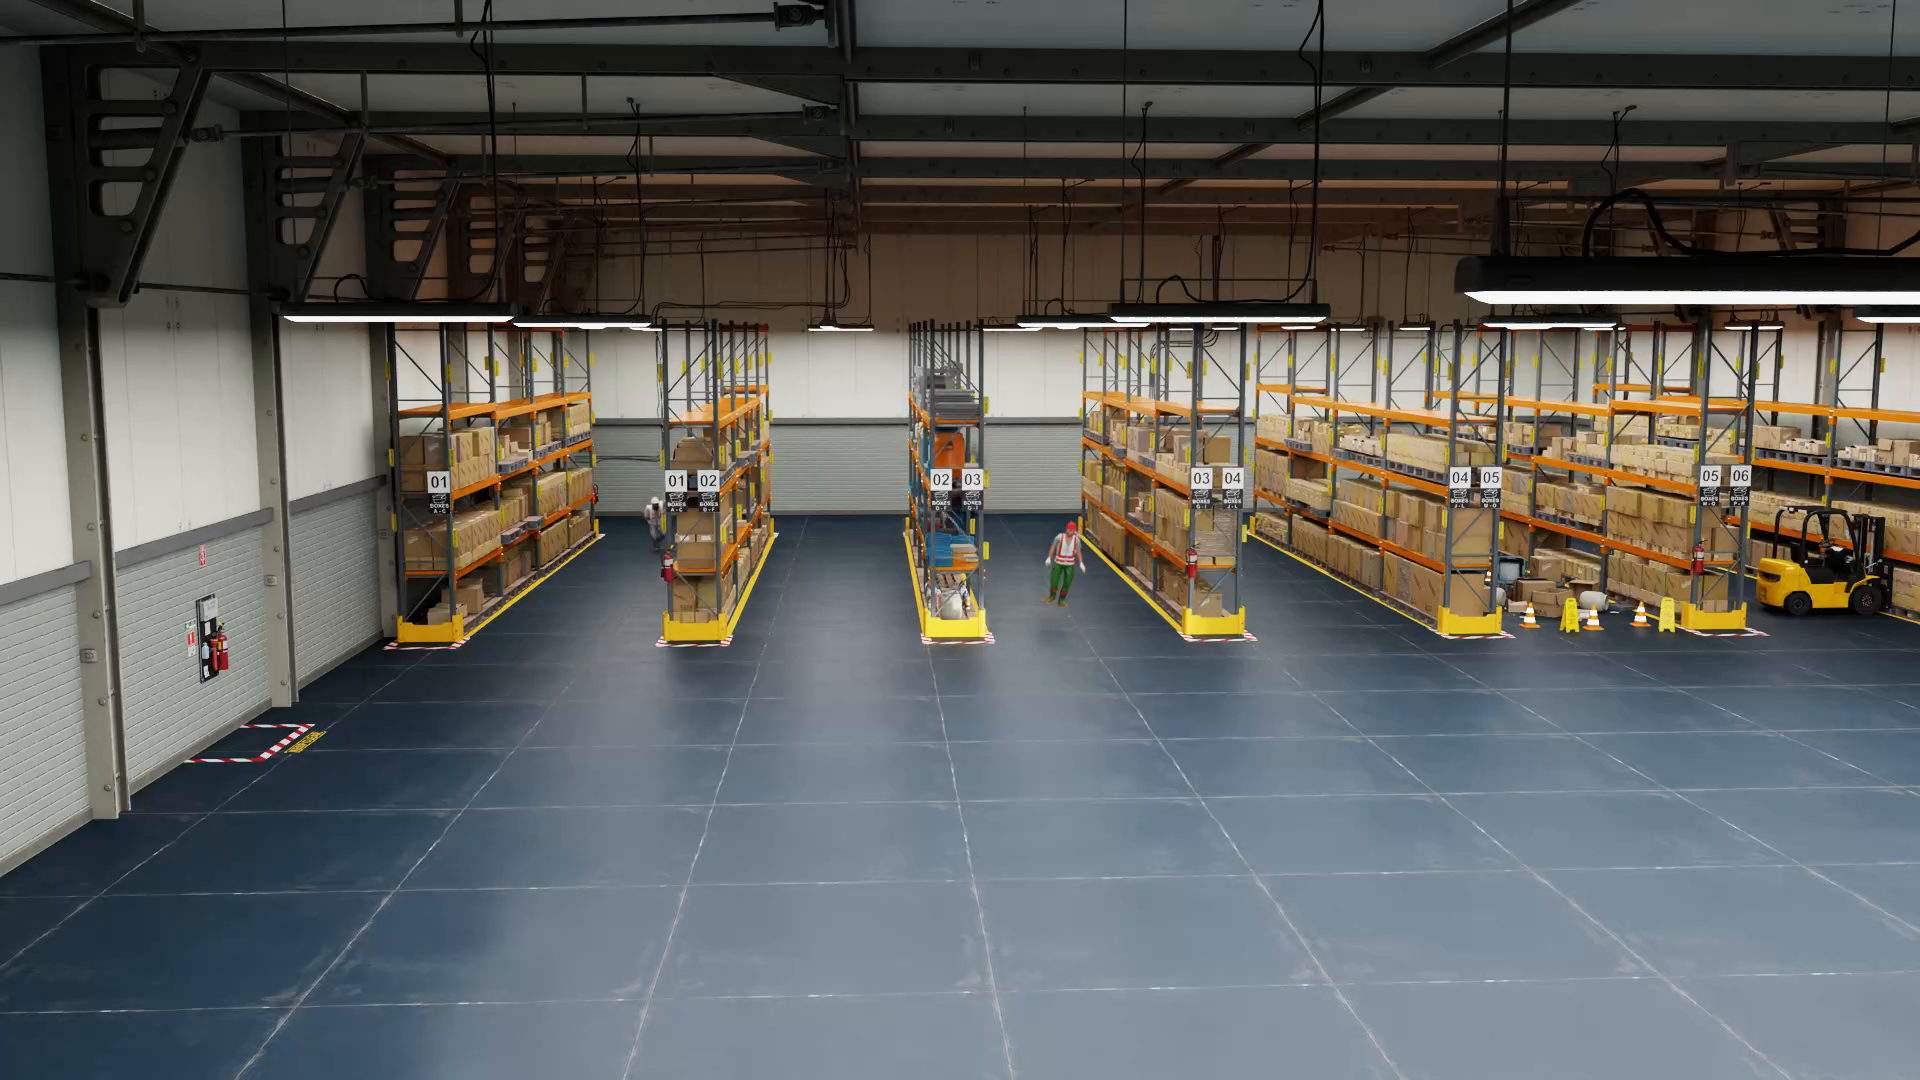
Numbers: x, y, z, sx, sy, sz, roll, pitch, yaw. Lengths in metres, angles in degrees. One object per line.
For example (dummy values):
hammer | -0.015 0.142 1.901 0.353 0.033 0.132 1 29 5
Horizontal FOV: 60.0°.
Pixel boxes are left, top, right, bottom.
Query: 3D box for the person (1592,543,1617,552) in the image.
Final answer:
person | 17.048 -0.534 43.811 0.660 1.732 0.815 -4 8 -29

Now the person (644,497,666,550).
person | -7.964 -0.426 43.722 0.713 1.477 0.991 -3 8 -21

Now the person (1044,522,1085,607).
person | 2.091 0.474 33.260 0.791 1.723 0.664 -1 7 -5
